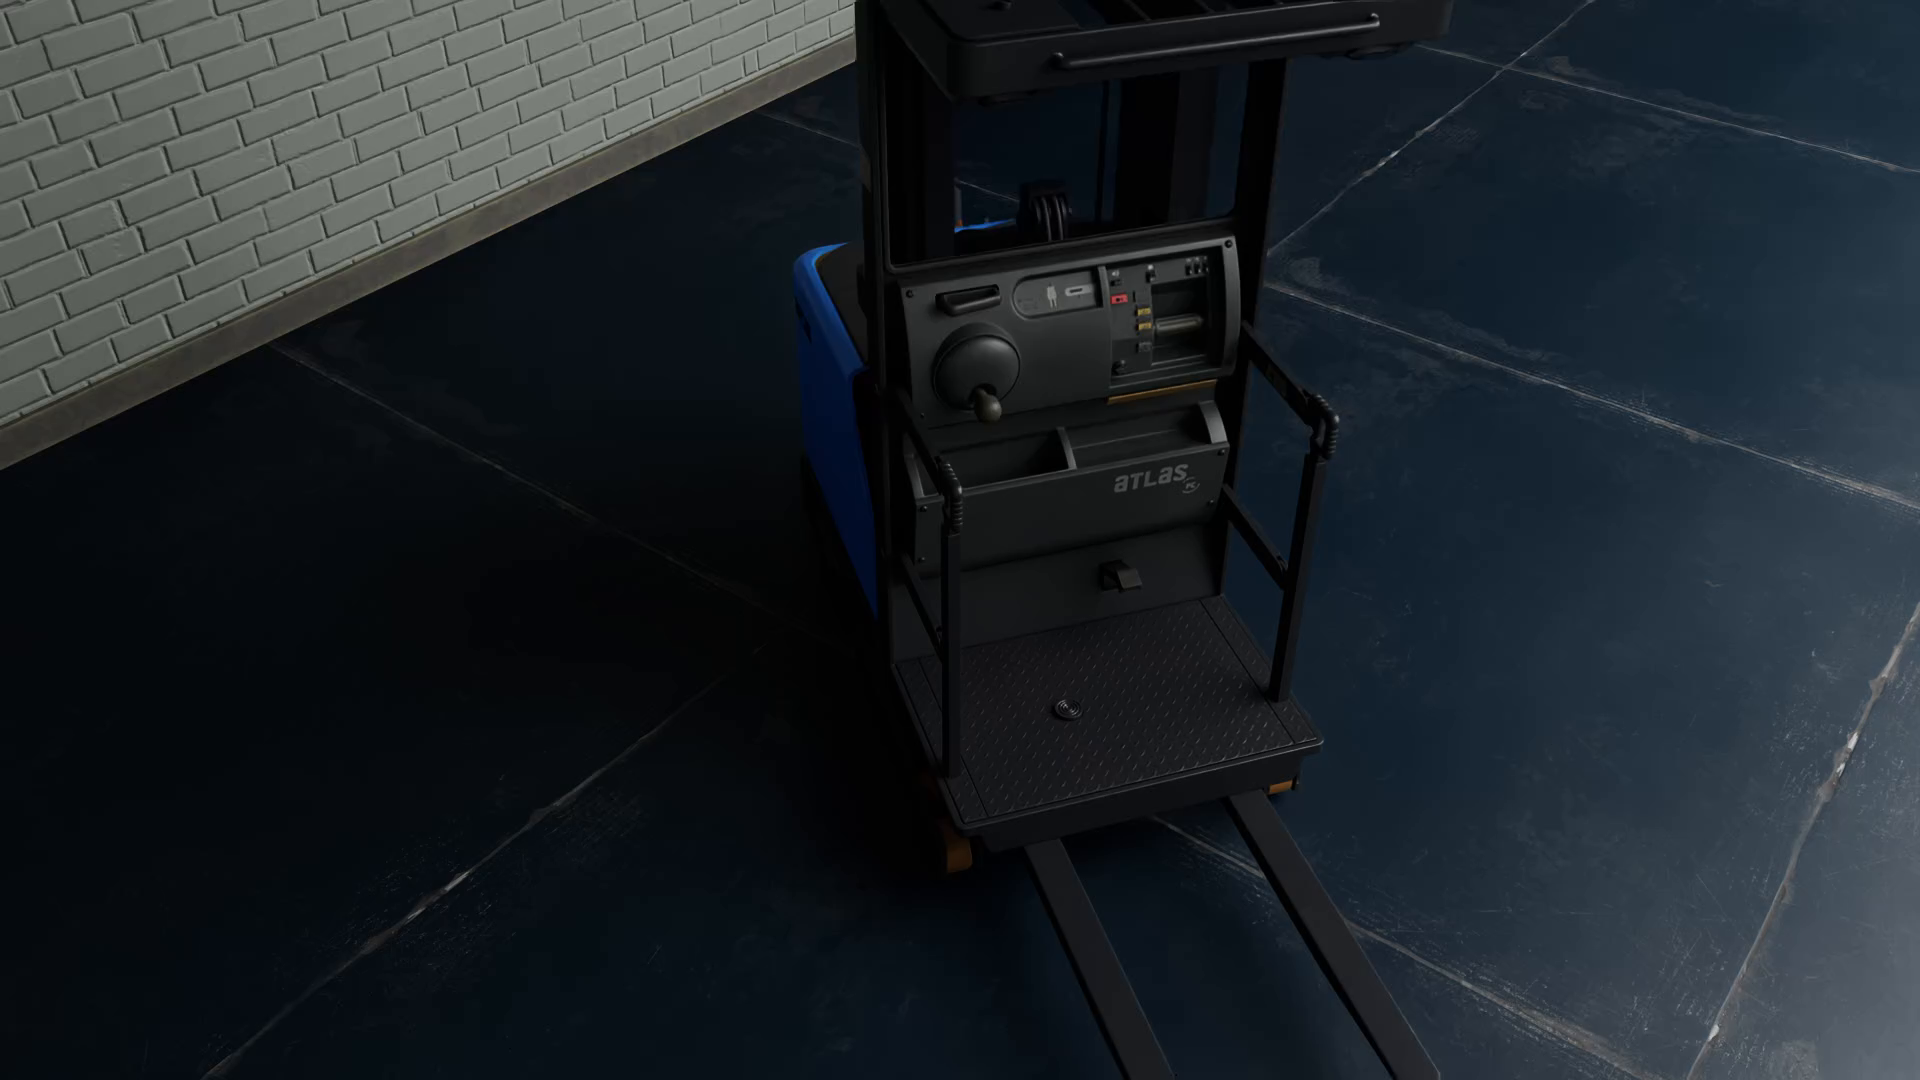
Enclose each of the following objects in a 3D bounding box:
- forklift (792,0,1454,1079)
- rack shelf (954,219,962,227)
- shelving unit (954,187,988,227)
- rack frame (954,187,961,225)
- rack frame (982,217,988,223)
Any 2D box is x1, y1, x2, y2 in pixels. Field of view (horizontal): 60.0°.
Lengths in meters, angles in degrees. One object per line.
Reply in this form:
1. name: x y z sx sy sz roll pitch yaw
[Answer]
1. forklift: 0.368 -0.484 4.206 1.130 2.935 3.031 -11 39 -14
2. rack shelf: -0.045 -0.949 5.883 0.215 0.259 0.240 -14 40 -17
3. shelving unit: -0.045 -0.734 6.051 0.215 1.050 0.252 -14 40 -17
4. rack frame: -0.092 -0.804 6.140 0.200 1.050 0.008 -14 40 -17
5. rack frame: 0.001 -0.665 5.963 0.200 1.050 0.008 -14 40 -17
